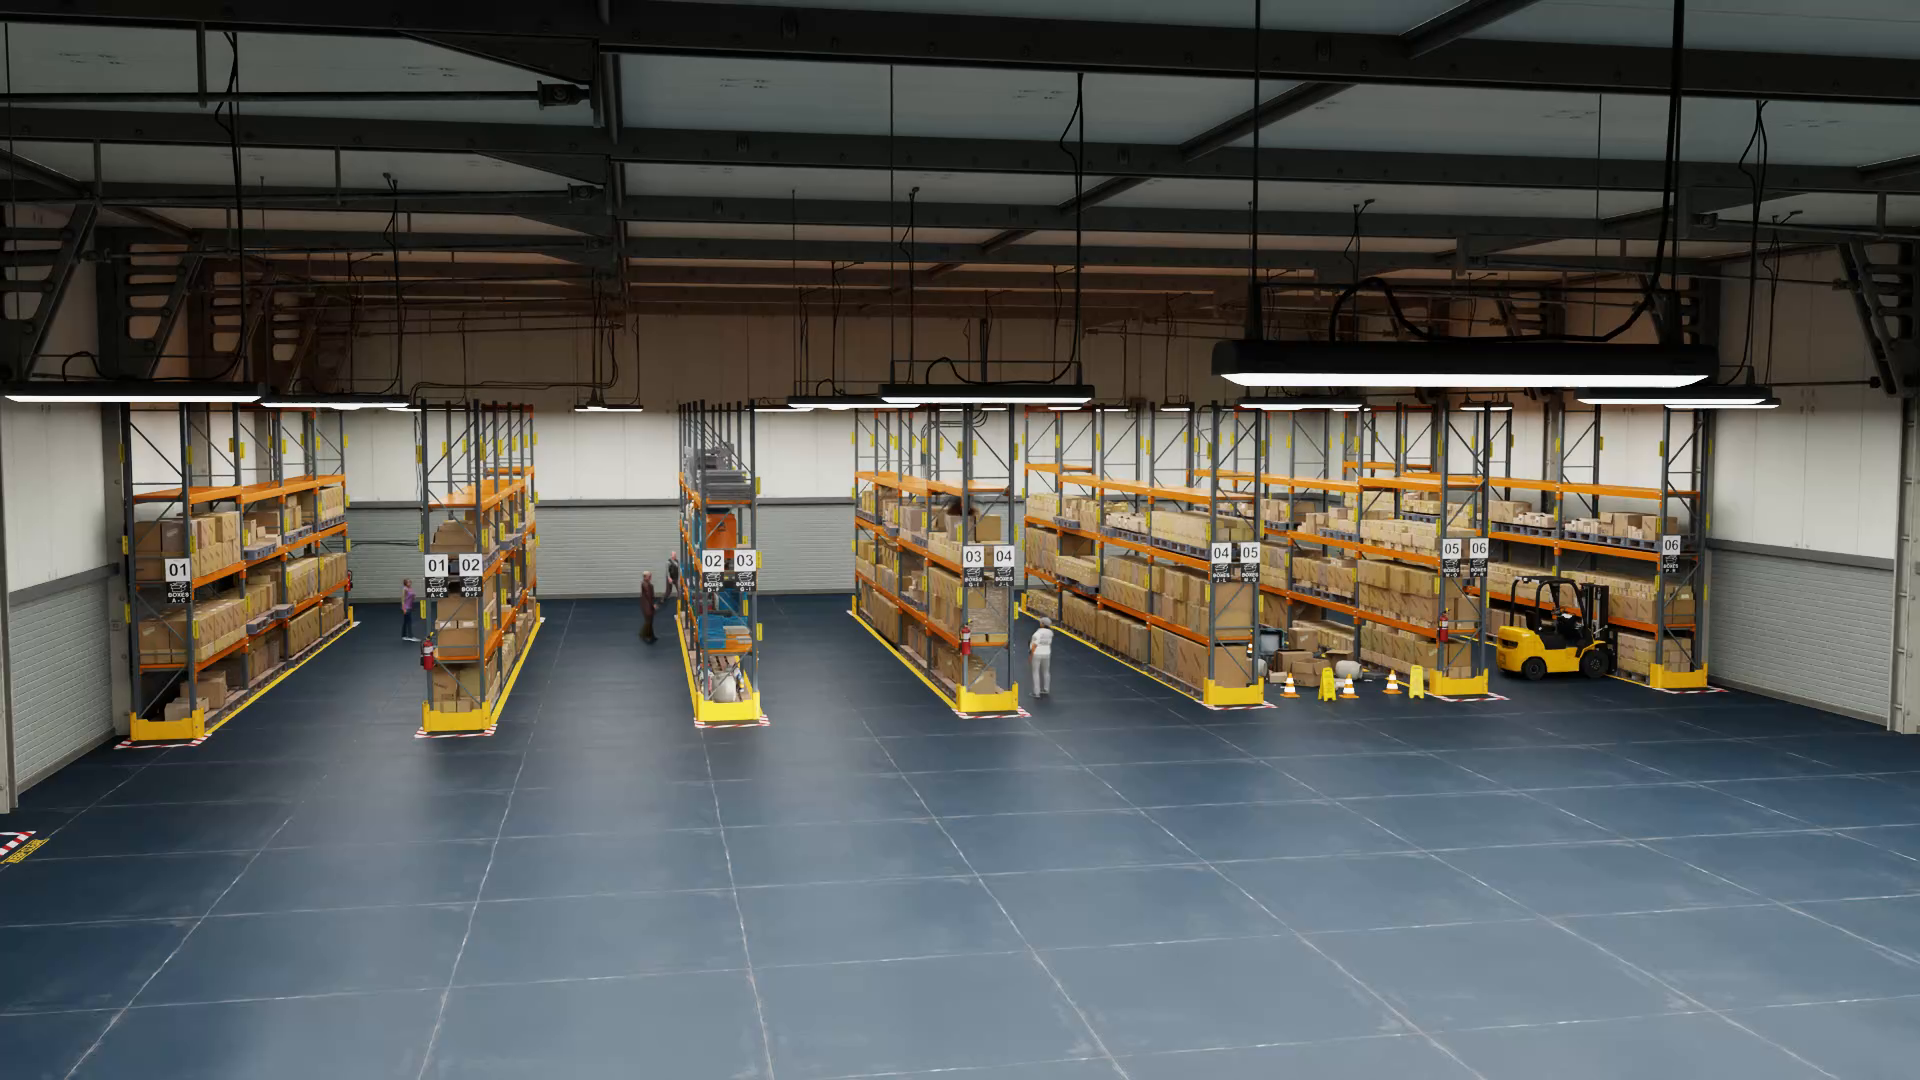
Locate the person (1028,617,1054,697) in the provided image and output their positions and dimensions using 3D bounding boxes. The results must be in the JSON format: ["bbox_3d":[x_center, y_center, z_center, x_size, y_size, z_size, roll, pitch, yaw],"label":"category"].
[{"bbox_3d":[1.634,2.369,33.831,0.508,1.603,0.604,-2,5,-24],"label":"person"}]

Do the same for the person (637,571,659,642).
[{"bbox_3d":[-7.857,1.667,41.855,0.556,1.789,0.616,-1,4,-11],"label":"person"}]

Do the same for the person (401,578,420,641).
[{"bbox_3d":[-13.911,1.749,42.119,0.509,1.597,0.443,0,4,0],"label":"person"}]

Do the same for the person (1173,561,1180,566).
[{"bbox_3d":[6.052,1.305,46.799,0.482,1.792,0.604,-2,5,-20],"label":"person"}]

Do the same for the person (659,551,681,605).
[{"bbox_3d":[-8.467,1.172,49.356,1.023,1.686,0.637,3,5,37],"label":"person"}]
